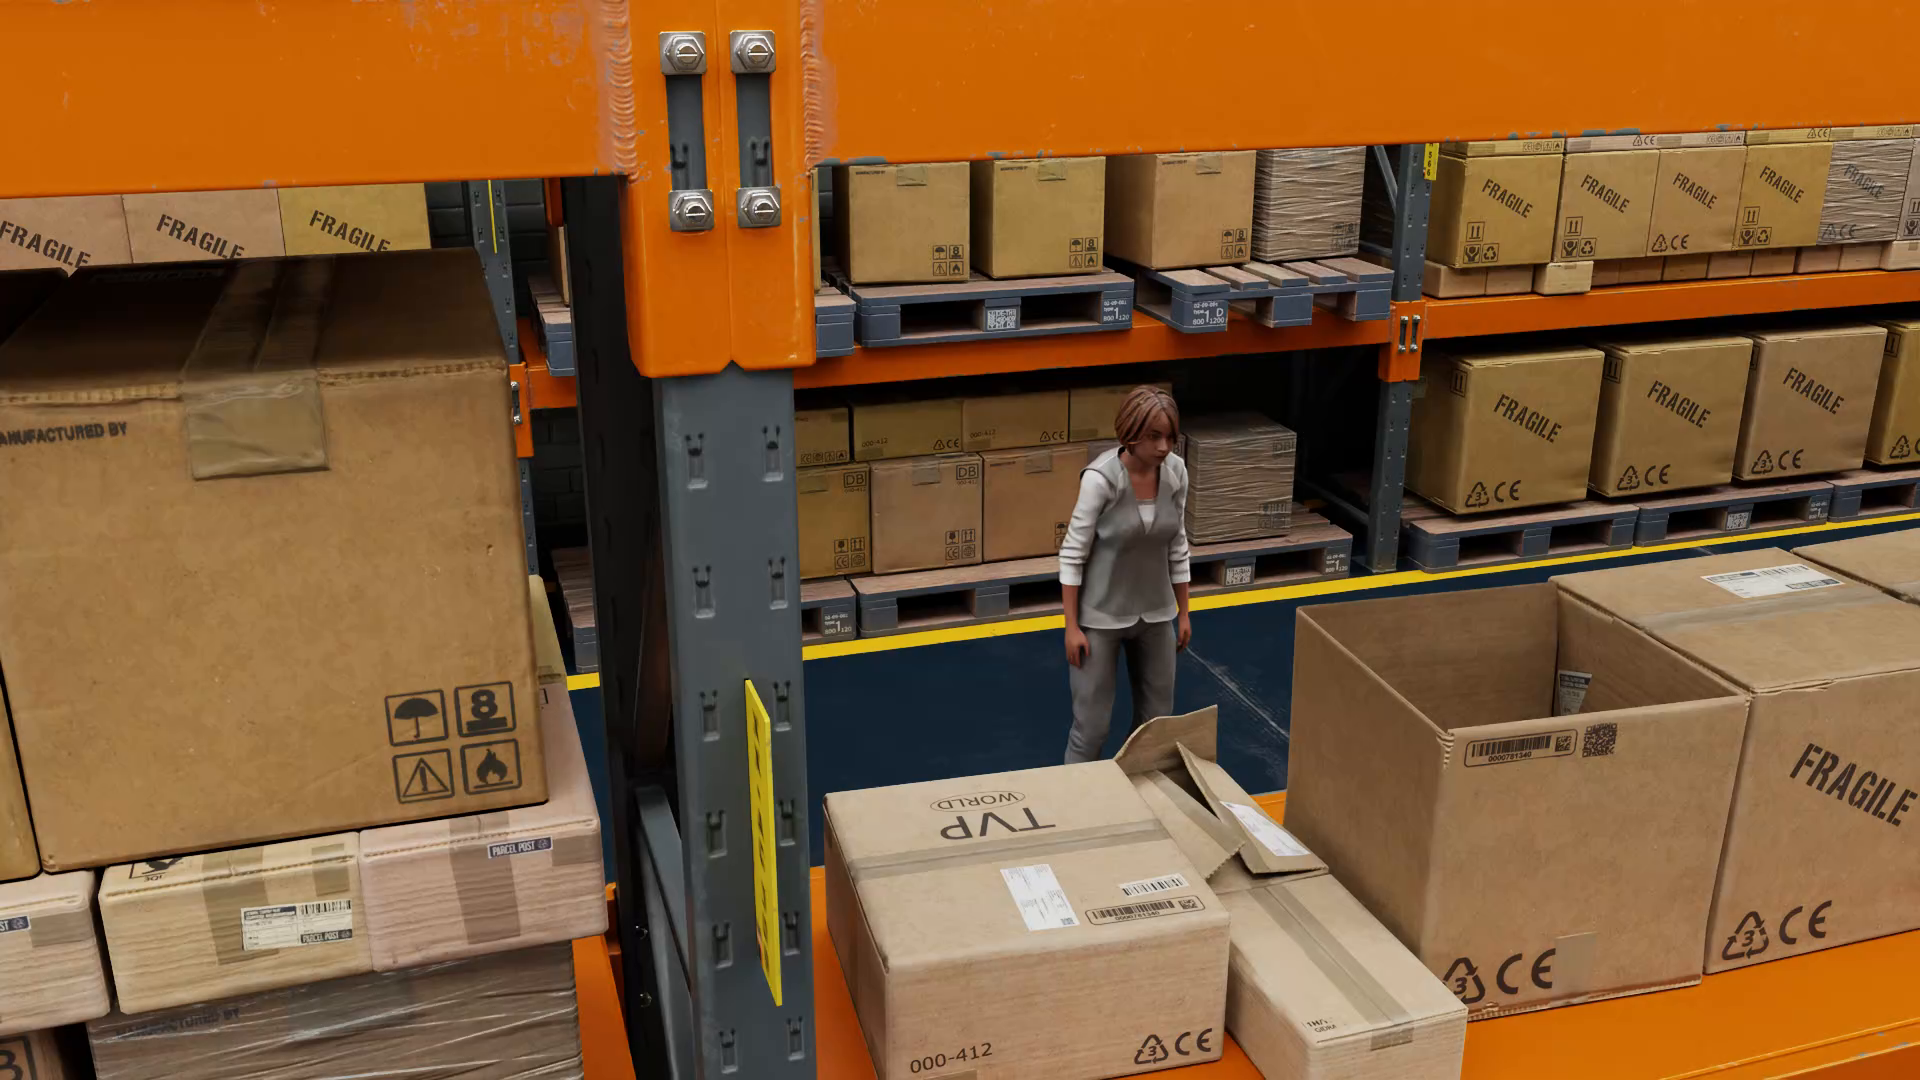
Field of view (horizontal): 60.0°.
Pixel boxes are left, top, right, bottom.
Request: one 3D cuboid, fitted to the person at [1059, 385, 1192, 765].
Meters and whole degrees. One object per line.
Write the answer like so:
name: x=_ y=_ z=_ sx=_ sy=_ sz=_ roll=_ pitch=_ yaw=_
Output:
person: x=0.527 y=0.273 z=5.317 sx=0.477 sy=1.592 sz=0.345 roll=-8 pitch=21 yaw=-20
